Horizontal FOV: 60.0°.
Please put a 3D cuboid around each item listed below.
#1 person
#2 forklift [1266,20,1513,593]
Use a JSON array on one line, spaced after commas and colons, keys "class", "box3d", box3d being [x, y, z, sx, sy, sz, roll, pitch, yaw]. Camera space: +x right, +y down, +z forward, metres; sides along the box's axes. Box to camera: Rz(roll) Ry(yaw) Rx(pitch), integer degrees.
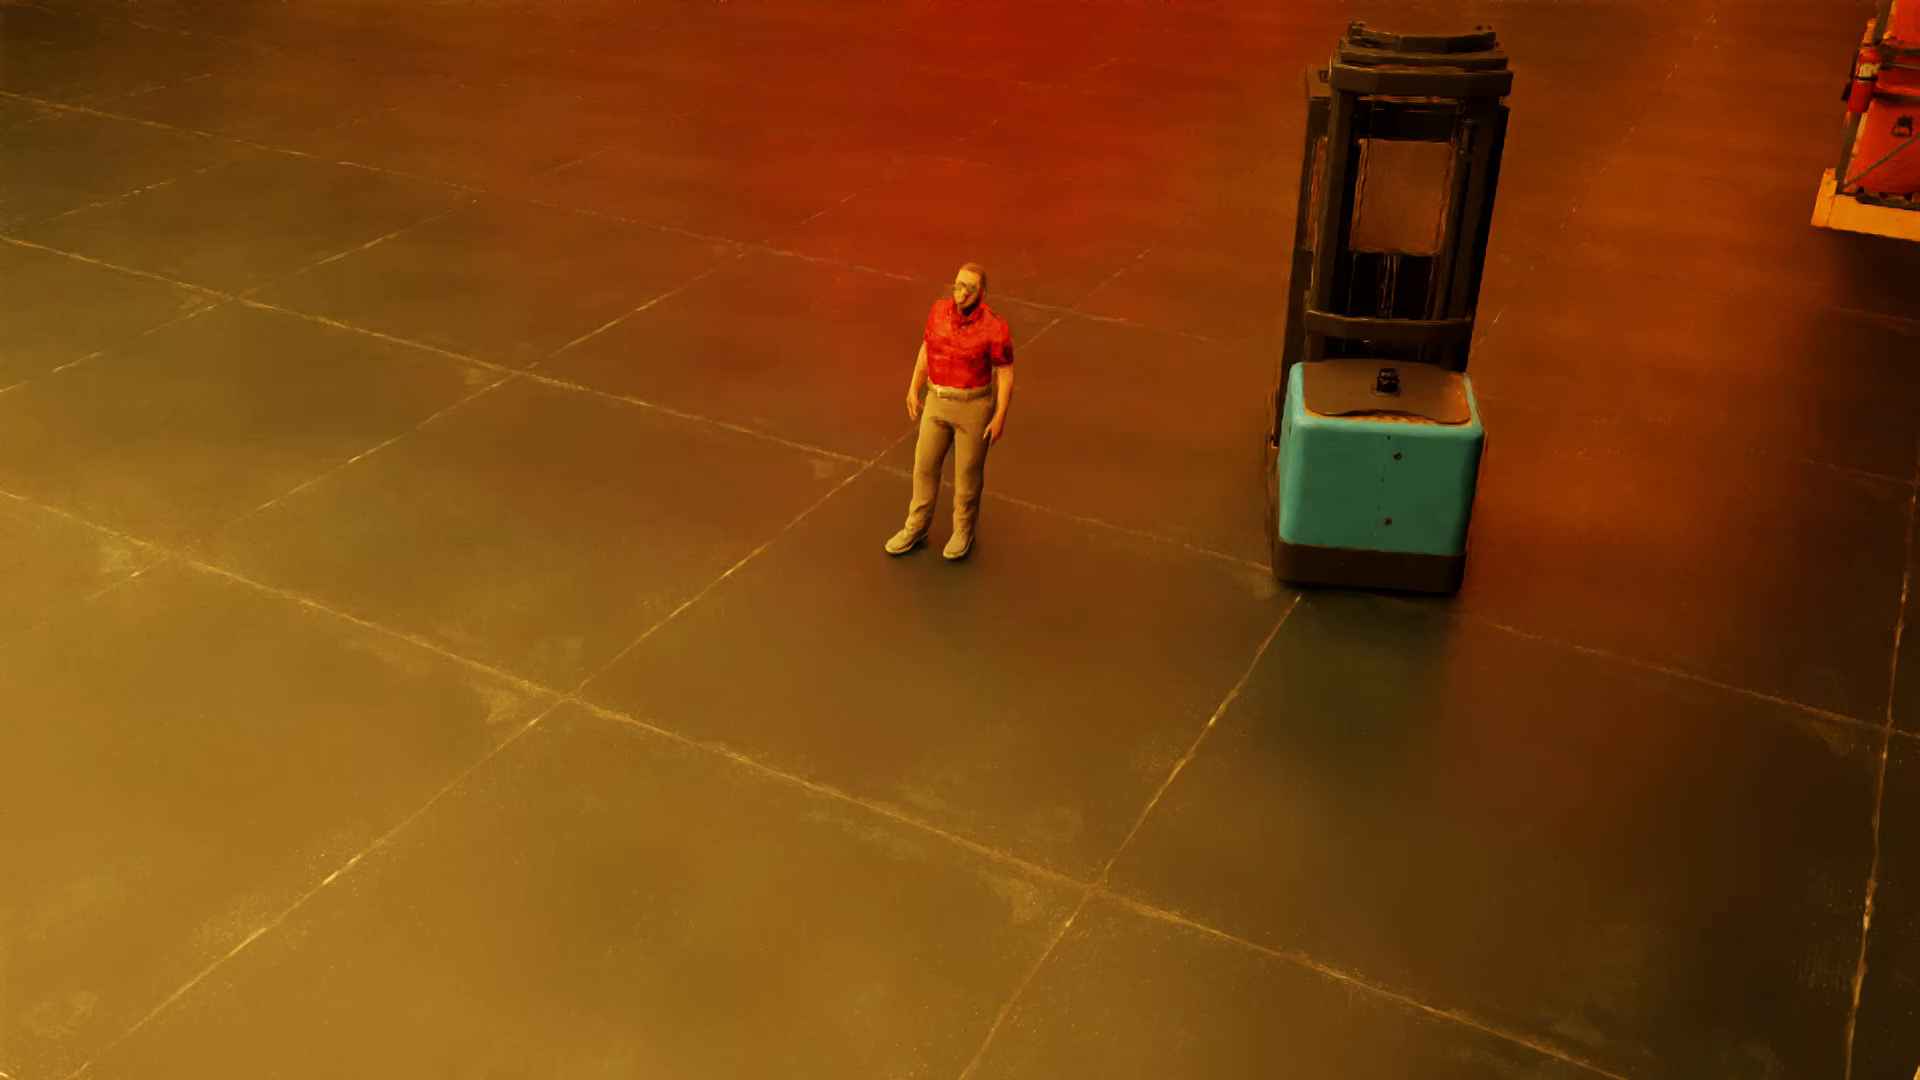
[{"class": "person", "box3d": [-0.054, -0.719, 9.504, 0.640, 1.726, 0.550, 15, 33, 25]}, {"class": "forklift", "box3d": [2.538, -1.690, 9.998, 1.130, 2.935, 3.031, 4, 30, 8]}]
